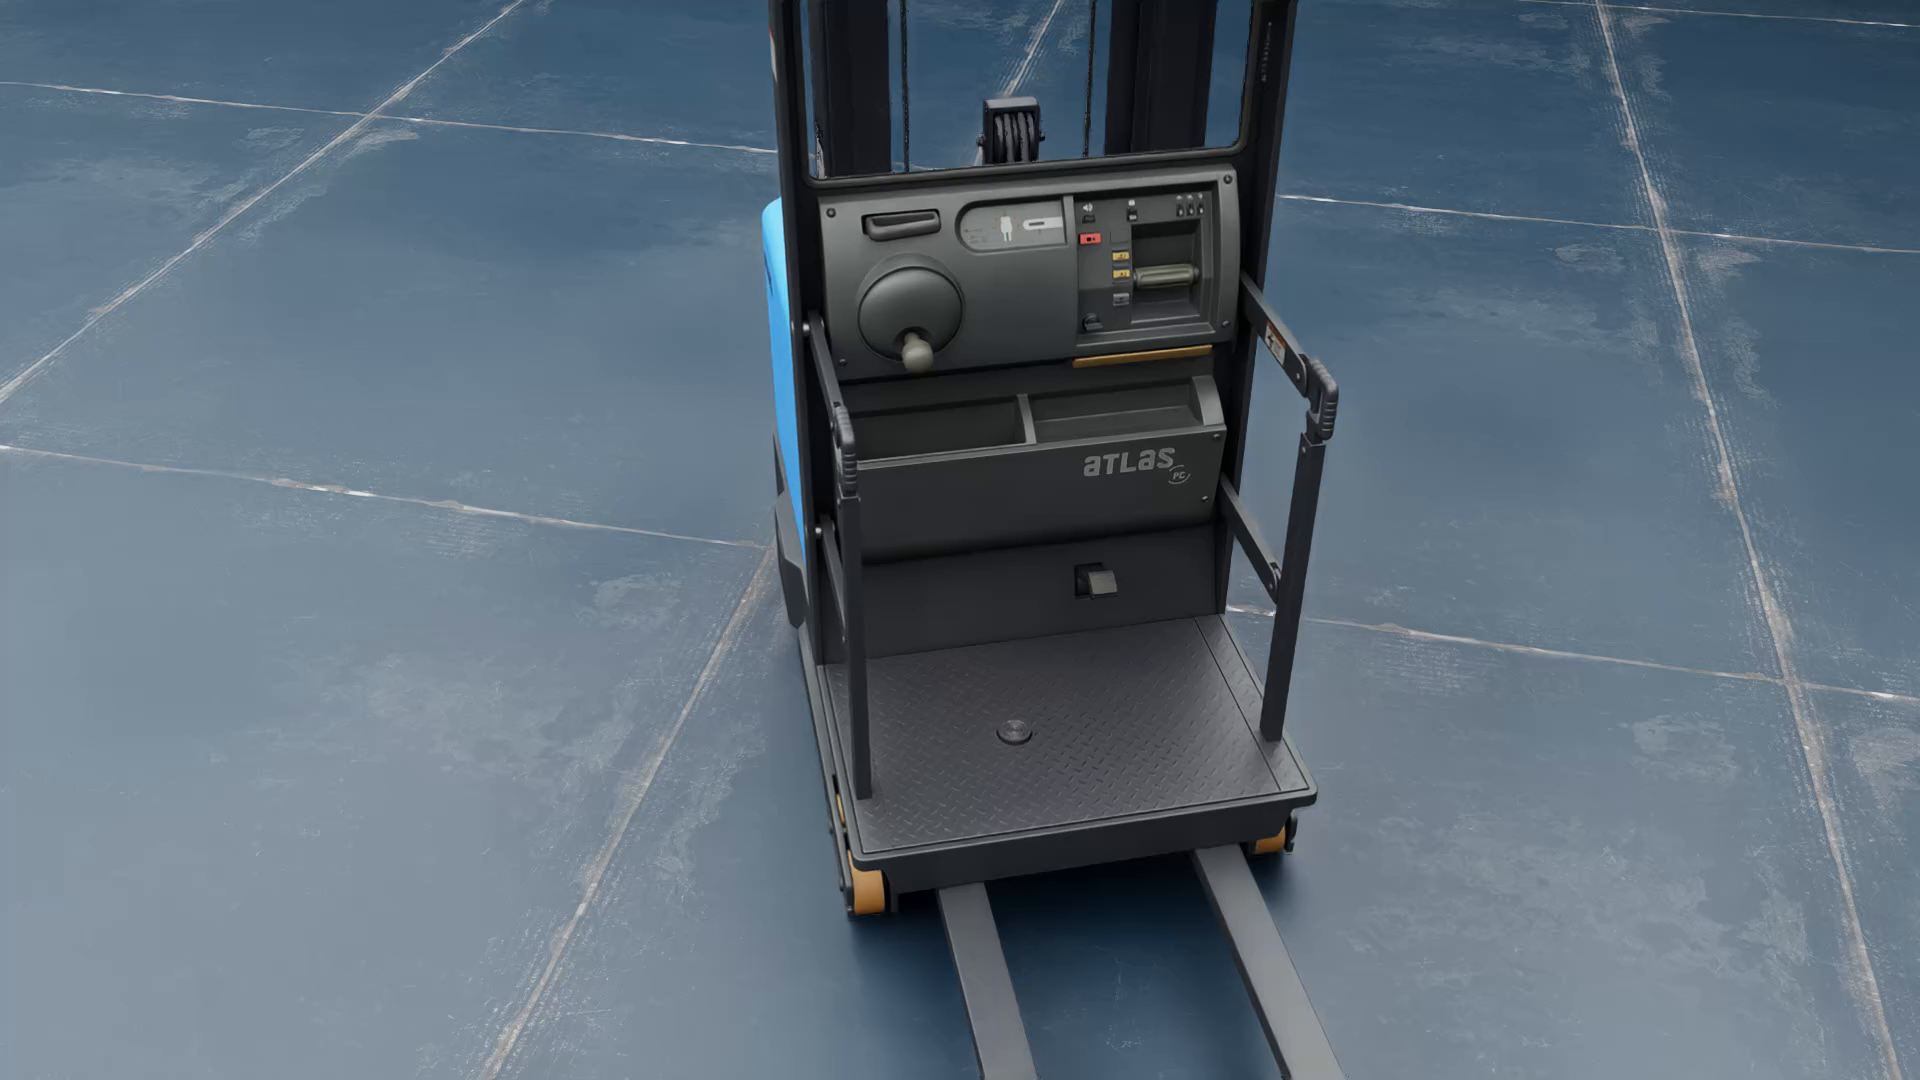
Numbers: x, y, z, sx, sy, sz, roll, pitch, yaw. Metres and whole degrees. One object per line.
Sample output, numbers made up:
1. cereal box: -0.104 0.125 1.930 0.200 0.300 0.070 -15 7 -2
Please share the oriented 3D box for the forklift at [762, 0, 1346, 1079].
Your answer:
1. forklift: 0.207 -0.525 3.476 1.130 2.935 3.031 -7 36 -9
